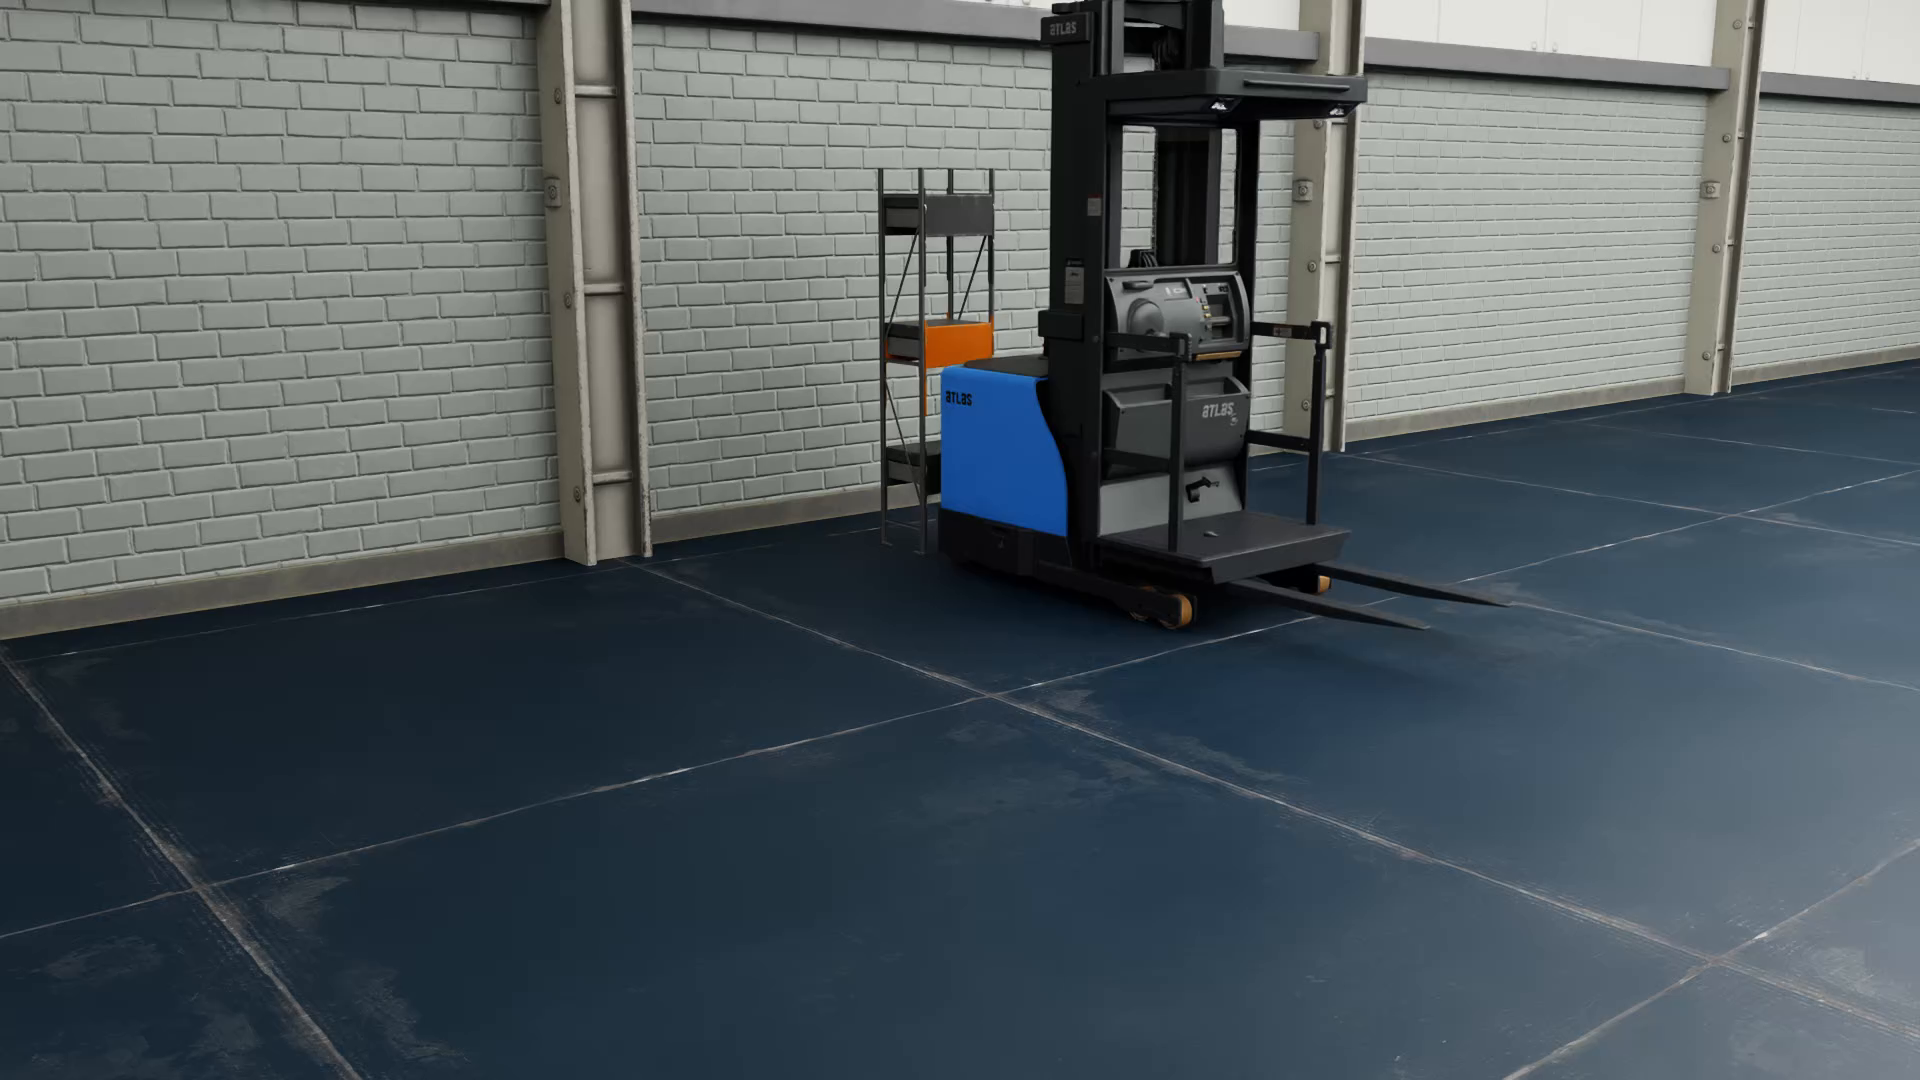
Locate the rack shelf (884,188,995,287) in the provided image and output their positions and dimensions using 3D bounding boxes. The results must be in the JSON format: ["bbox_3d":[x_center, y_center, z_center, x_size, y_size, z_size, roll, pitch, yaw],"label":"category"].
[{"bbox_3d":[-0.129,-1.677,9.167,0.480,0.518,0.431,-9,15,-38],"label":"rack shelf"}]

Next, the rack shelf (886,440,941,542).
[{"bbox_3d":[-0.129,-0.308,9.458,0.480,0.518,0.431,-9,15,-38],"label":"rack shelf"}]

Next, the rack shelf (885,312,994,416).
[{"bbox_3d":[-0.129,-0.992,9.312,0.480,0.518,0.431,-9,15,-38],"label":"rack shelf"}]

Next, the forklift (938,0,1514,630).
[{"bbox_3d":[1.203,-1.138,7.931,1.130,2.935,3.031,-10,15,-38],"label":"forklift"}]

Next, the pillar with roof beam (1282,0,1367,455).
[{"bbox_3d":[5.423,-4.393,8.654,0.400,9.000,9.100,-9,15,-38],"label":"pillar with roof beam"}]

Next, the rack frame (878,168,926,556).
[{"bbox_3d":[-0.320,-0.974,9.160,0.015,2.100,0.400,-9,15,-38],"label":"rack frame"}]

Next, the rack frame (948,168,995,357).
[{"bbox_3d":[0.061,-1.037,9.459,0.015,2.100,0.400,-9,15,-38],"label":"rack frame"}]

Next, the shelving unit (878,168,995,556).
[{"bbox_3d":[-0.129,-1.006,9.309,0.503,2.100,0.431,-9,15,-38],"label":"shelving unit"}]
